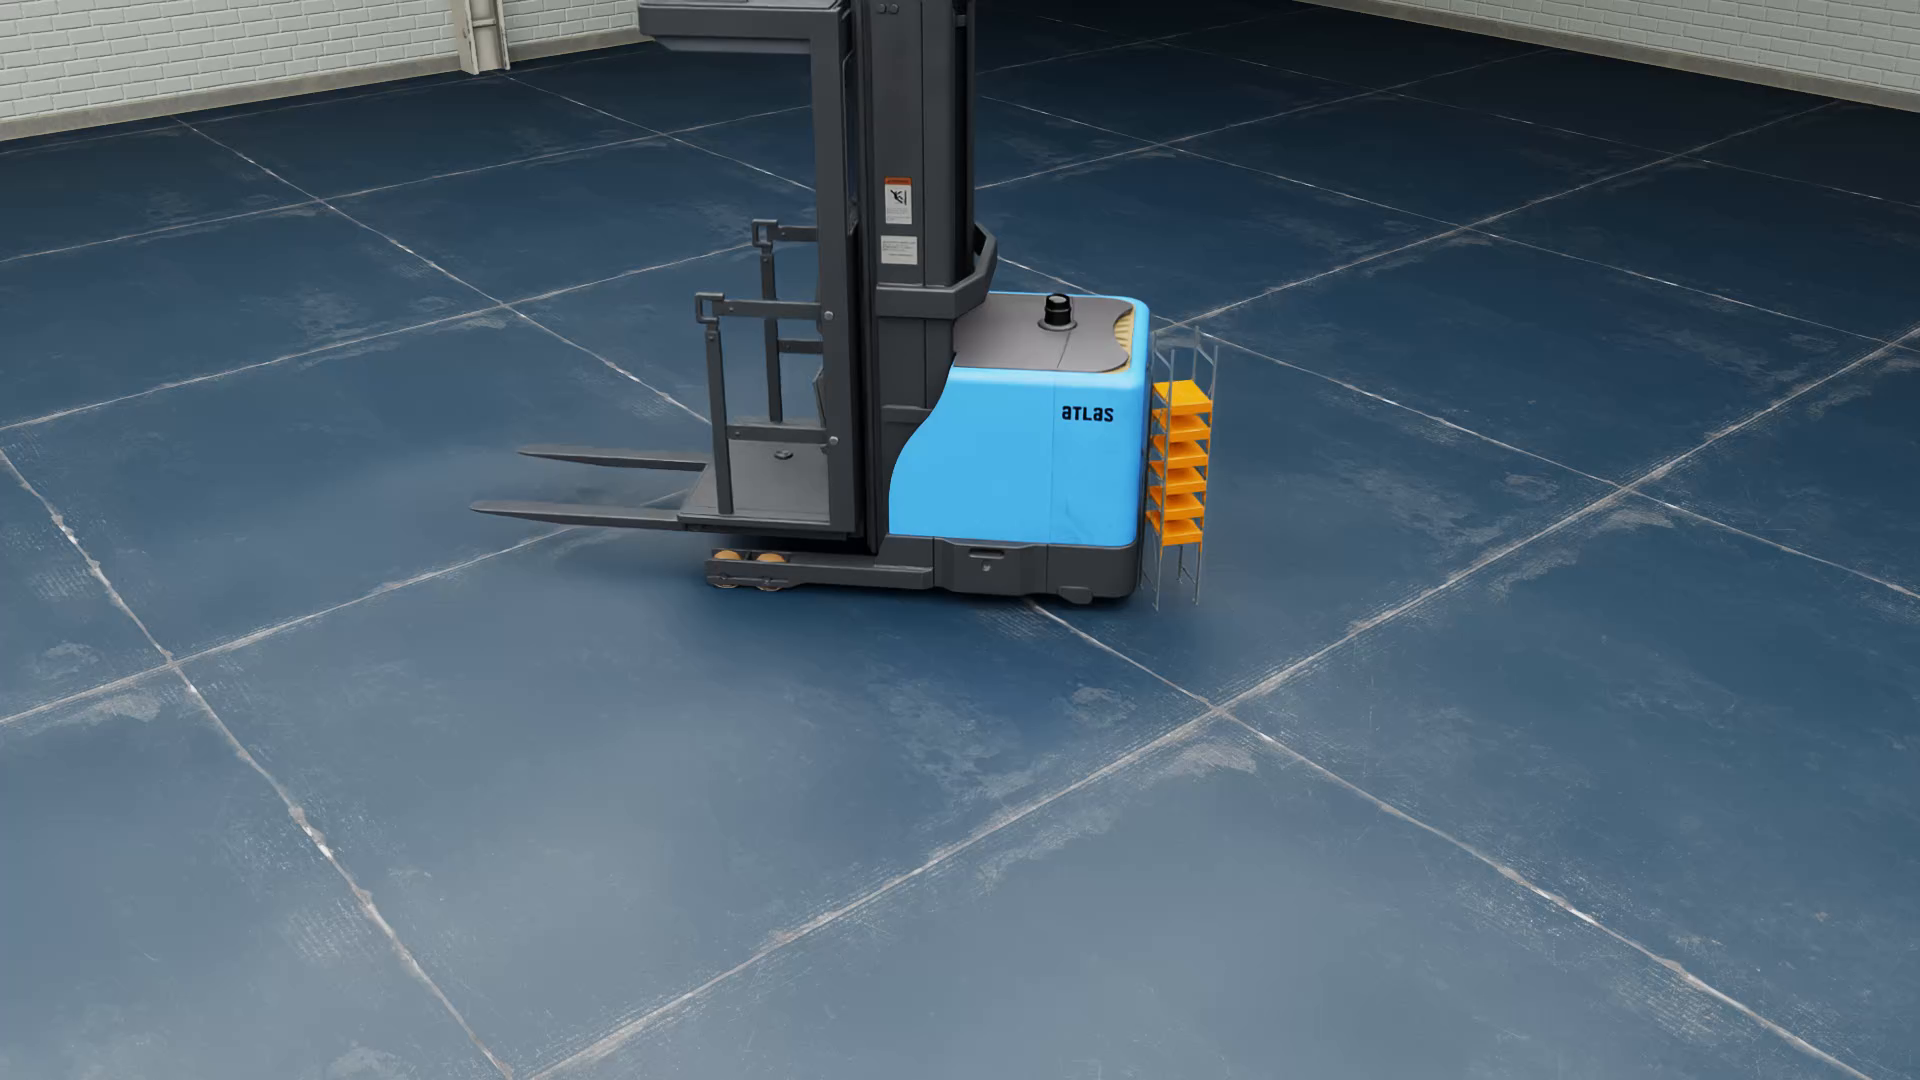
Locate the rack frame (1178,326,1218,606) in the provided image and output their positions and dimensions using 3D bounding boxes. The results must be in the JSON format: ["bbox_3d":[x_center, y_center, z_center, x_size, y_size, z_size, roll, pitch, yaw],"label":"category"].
[{"bbox_3d":[1.002,-0.300,7.038,0.006,1.200,0.240,-6,29,-11],"label":"rack frame"}]

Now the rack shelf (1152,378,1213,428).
[{"bbox_3d":[0.913,-0.568,6.871,0.180,0.103,0.258,-6,29,-11],"label":"rack shelf"}]

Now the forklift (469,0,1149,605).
[{"bbox_3d":[-0.690,-1.309,7.089,3.031,2.935,1.130,3,28,6],"label":"forklift"}]

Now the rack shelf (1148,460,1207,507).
[{"bbox_3d":[0.913,-0.251,7.041,0.180,0.103,0.258,-6,29,-11],"label":"rack shelf"}]

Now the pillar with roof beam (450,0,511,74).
[{"bbox_3d":[-1.912,-7.096,11.481,0.400,9.000,9.100,-22,35,-35],"label":"pillar with roof beam"}]

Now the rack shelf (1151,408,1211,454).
[{"bbox_3d":[0.913,-0.463,6.928,0.180,0.103,0.258,-6,29,-11],"label":"rack shelf"}]

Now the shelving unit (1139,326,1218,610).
[{"bbox_3d":[0.913,-0.290,7.020,0.189,1.200,0.258,-6,29,-11],"label":"shelving unit"}]

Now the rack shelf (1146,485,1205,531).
[{"bbox_3d":[0.913,-0.145,7.097,0.180,0.103,0.258,-6,29,-11],"label":"rack shelf"}]

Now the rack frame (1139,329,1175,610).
[{"bbox_3d":[0.824,-0.280,7.002,0.006,1.200,0.240,-6,29,-11],"label":"rack frame"}]

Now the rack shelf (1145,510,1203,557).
[{"bbox_3d":[0.913,-0.039,7.154,0.180,0.103,0.258,-6,29,-11],"label":"rack shelf"}]

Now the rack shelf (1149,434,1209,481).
[{"bbox_3d":[0.913,-0.357,6.984,0.180,0.103,0.258,-6,29,-11],"label":"rack shelf"}]
